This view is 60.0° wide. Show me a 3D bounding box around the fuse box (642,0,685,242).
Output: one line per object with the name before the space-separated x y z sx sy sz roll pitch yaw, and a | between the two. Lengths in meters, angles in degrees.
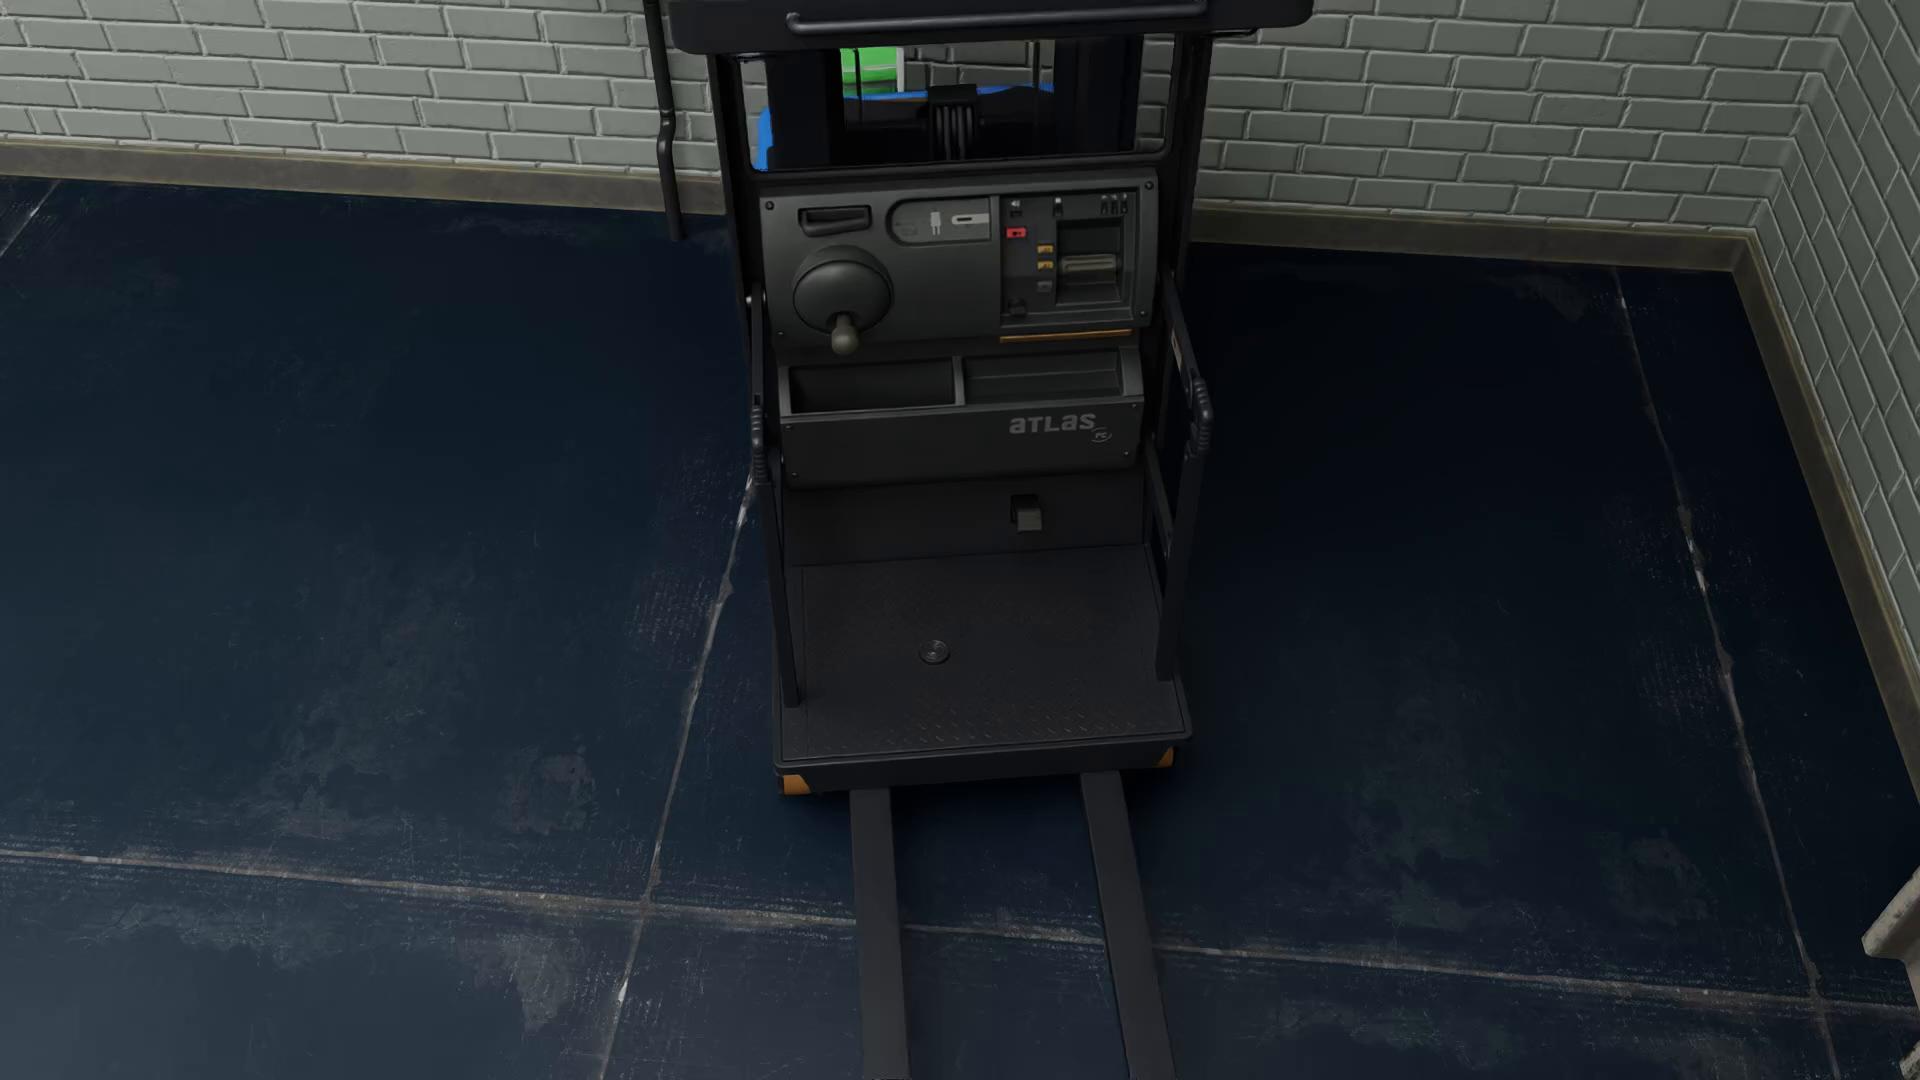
fuse box | -1.046 -1.702 5.647 0.539 1.711 0.414 4 48 4

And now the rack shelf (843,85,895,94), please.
rack shelf | -0.326 -1.383 5.464 0.258 0.148 0.480 -6 48 -6

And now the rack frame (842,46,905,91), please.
rack frame | -0.290 -1.087 5.431 0.240 1.200 0.015 -6 48 -6

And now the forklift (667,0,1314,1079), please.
forklift | 0.024 -0.553 3.769 1.130 2.935 3.031 -4 48 -3

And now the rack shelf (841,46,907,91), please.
rack shelf | -0.326 -1.545 5.286 0.258 0.148 0.480 -6 48 -6

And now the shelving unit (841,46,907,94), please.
shelving unit | -0.326 -1.265 5.594 0.258 1.200 0.503 -6 48 -6
